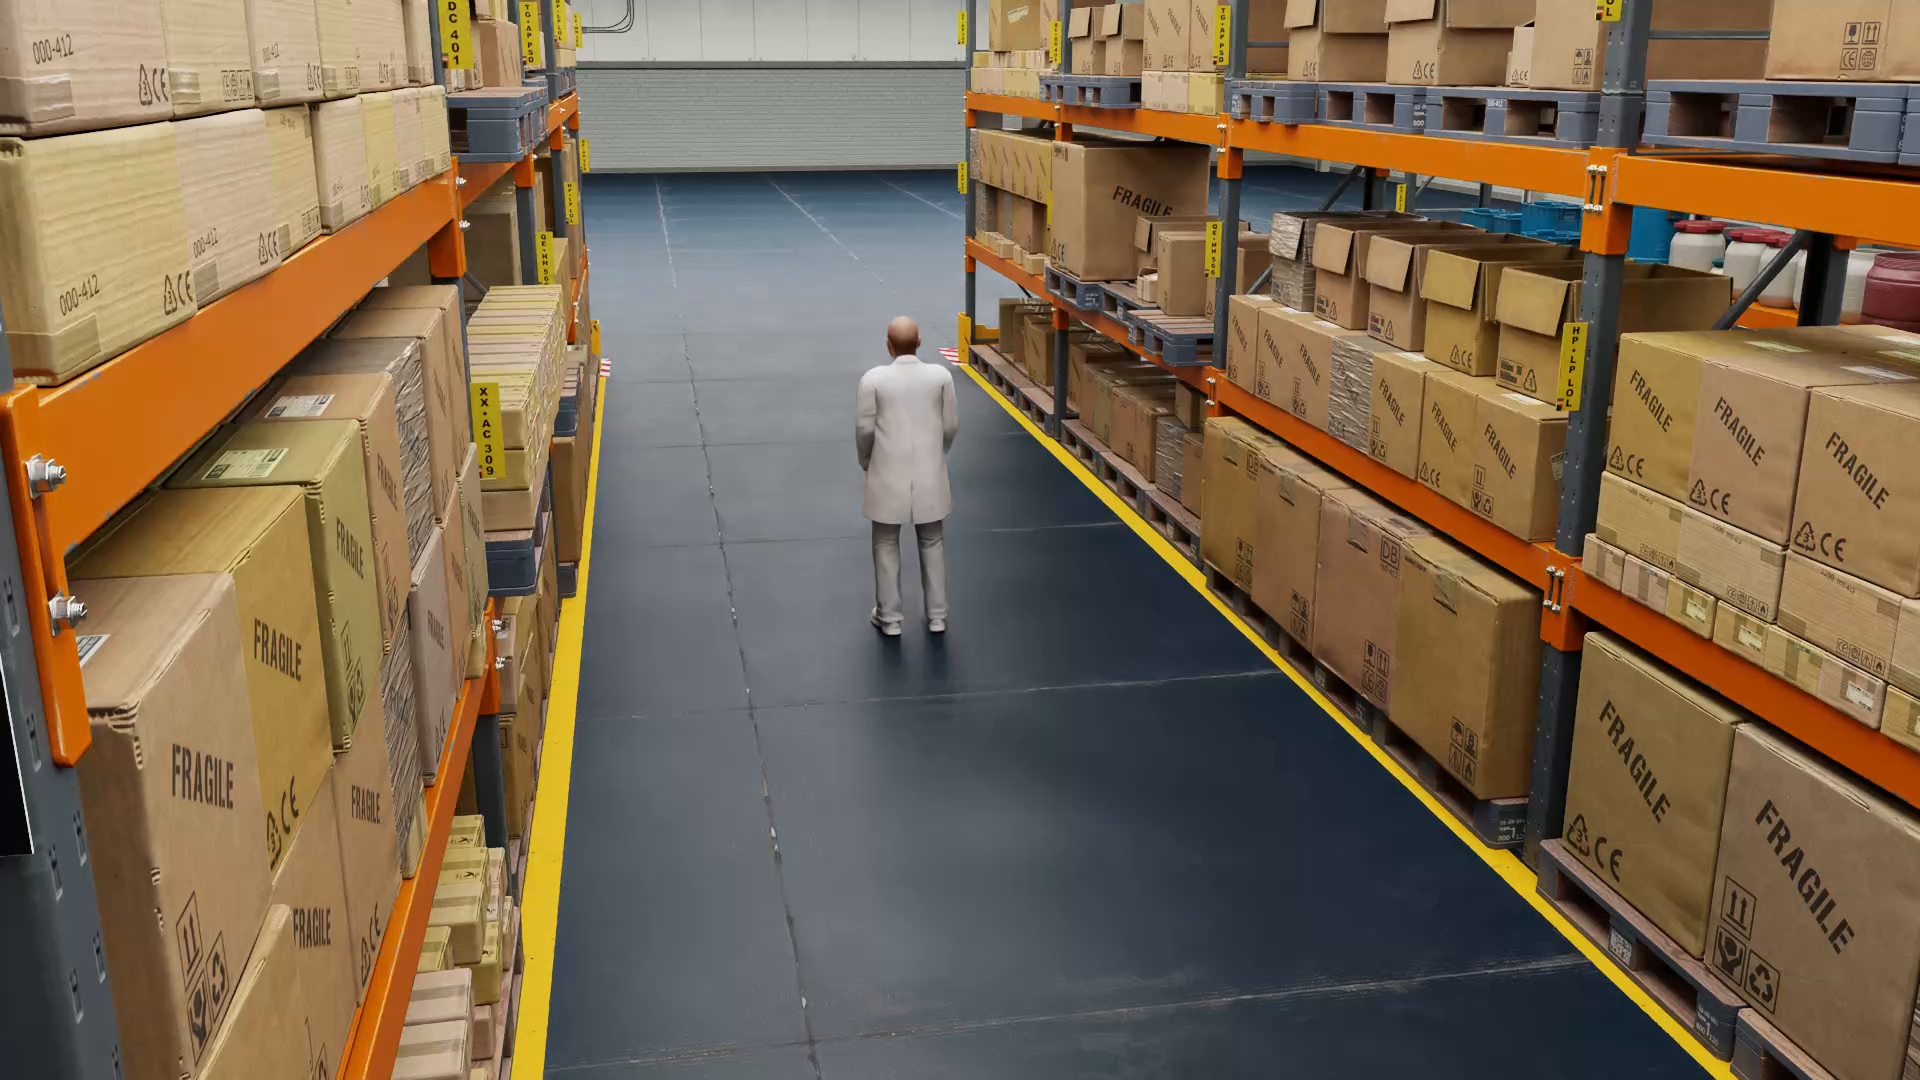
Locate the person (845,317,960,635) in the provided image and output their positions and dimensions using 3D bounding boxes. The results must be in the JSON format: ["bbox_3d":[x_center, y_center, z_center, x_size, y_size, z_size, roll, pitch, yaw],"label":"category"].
[{"bbox_3d":[-0.316,-0.355,9.289,0.656,1.774,0.416,-4,16,-12],"label":"person"}]
